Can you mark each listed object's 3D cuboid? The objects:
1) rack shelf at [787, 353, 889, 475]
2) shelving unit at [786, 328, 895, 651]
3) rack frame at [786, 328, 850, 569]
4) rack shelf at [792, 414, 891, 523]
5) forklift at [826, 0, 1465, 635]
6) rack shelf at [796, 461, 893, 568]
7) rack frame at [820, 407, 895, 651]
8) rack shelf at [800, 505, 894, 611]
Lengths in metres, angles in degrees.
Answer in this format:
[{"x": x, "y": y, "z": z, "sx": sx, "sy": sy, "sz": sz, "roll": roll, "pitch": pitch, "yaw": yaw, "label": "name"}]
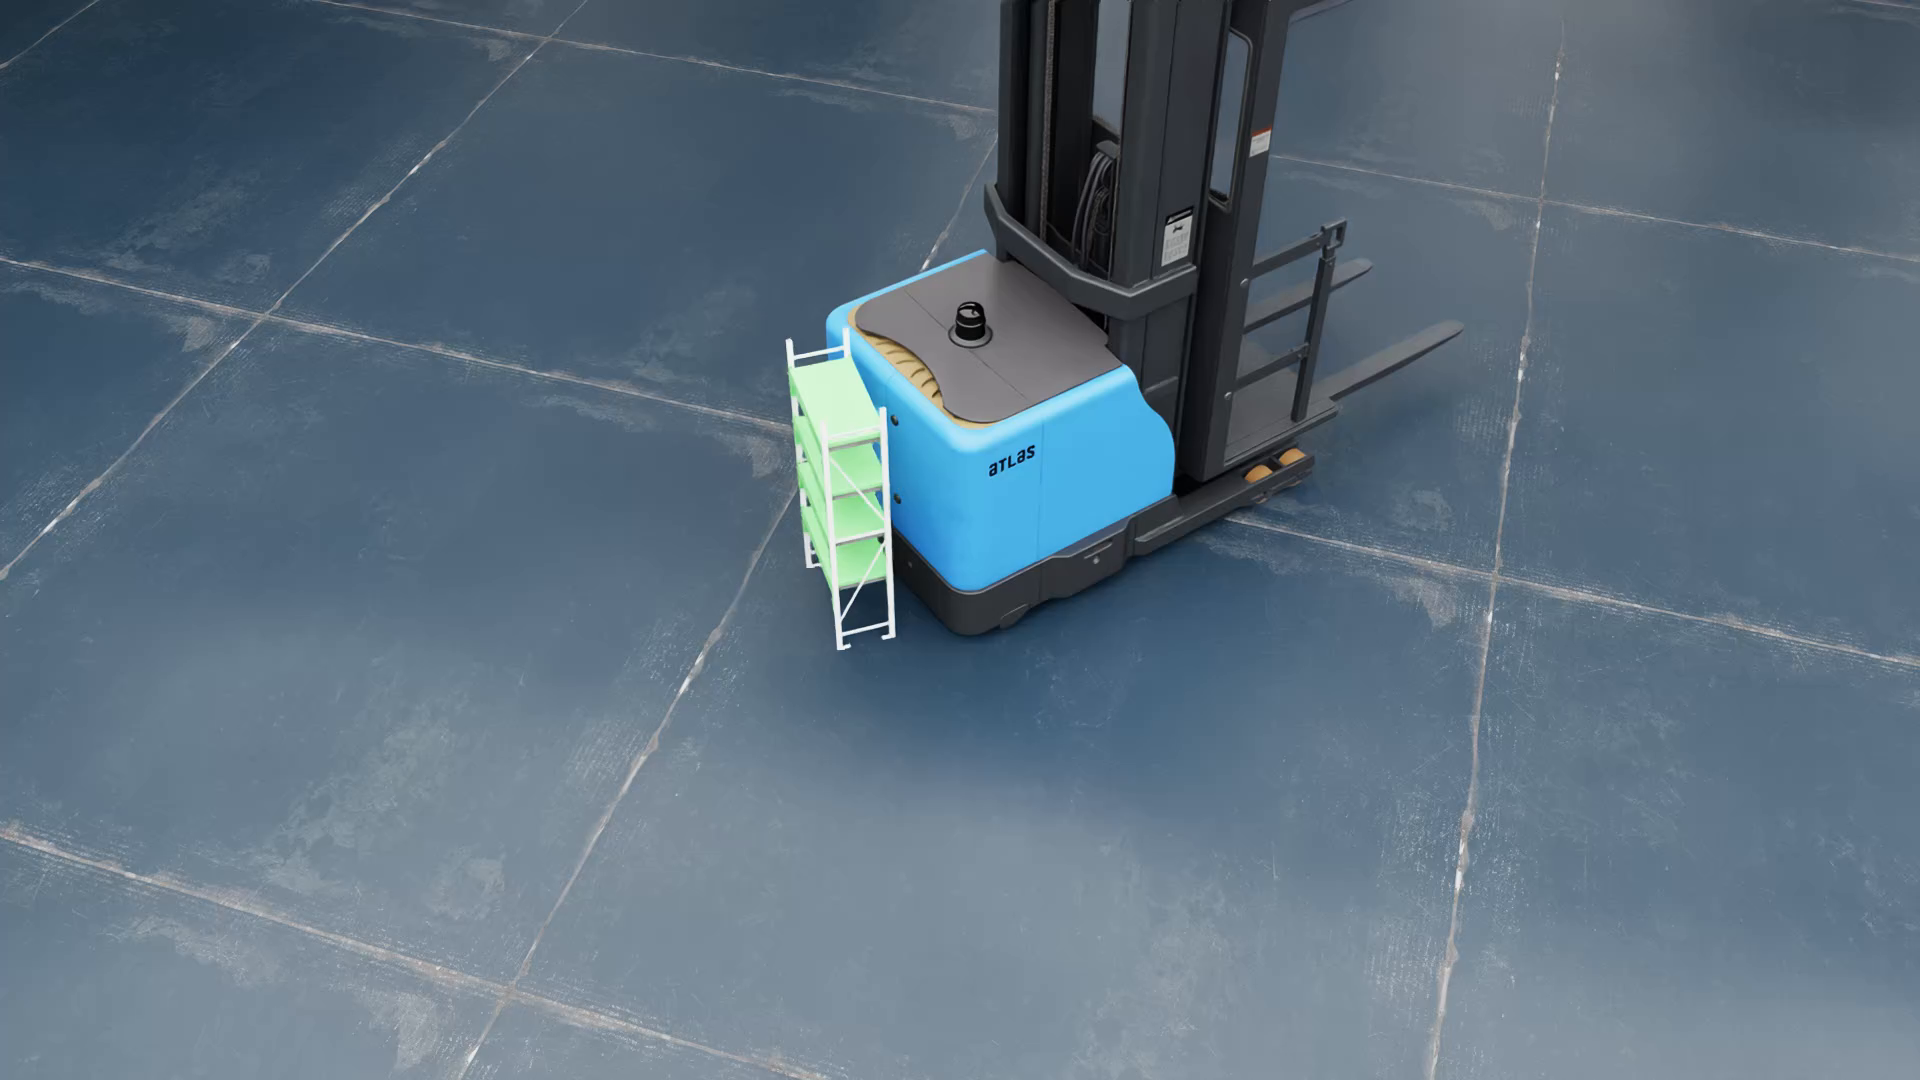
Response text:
[{"x": -0.456, "y": -0.473, "z": 6.179, "sx": 0.258, "sy": 0.148, "sz": 0.480, "roll": -13, "pitch": 46, "yaw": -13, "label": "rack shelf"}, {"x": -0.456, "y": -0.175, "z": 6.470, "sx": 0.258, "sy": 1.200, "sz": 0.503, "roll": -13, "pitch": 46, "yaw": -13, "label": "shelving unit"}, {"x": -0.533, "y": -0.337, "z": 6.636, "sx": 0.240, "sy": 1.200, "sz": 0.015, "roll": -13, "pitch": 46, "yaw": -13, "label": "rack frame"}, {"x": -0.456, "y": -0.301, "z": 6.347, "sx": 0.258, "sy": 0.148, "sz": 0.480, "roll": -13, "pitch": 46, "yaw": -13, "label": "rack shelf"}, {"x": 0.958, "y": -1.490, "z": 6.576, "sx": 3.031, "sy": 2.935, "sz": 1.130, "roll": -26, "pitch": 50, "yaw": -24, "label": "forklift"}, {"x": -0.456, "y": -0.130, "z": 6.515, "sx": 0.258, "sy": 0.148, "sz": 0.480, "roll": -13, "pitch": 46, "yaw": -13, "label": "rack shelf"}, {"x": -0.379, "y": -0.013, "z": 6.305, "sx": 0.240, "sy": 1.200, "sz": 0.015, "roll": -13, "pitch": 46, "yaw": -13, "label": "rack frame"}, {"x": -0.456, "y": 0.042, "z": 6.683, "sx": 0.258, "sy": 0.148, "sz": 0.480, "roll": -13, "pitch": 46, "yaw": -13, "label": "rack shelf"}]
